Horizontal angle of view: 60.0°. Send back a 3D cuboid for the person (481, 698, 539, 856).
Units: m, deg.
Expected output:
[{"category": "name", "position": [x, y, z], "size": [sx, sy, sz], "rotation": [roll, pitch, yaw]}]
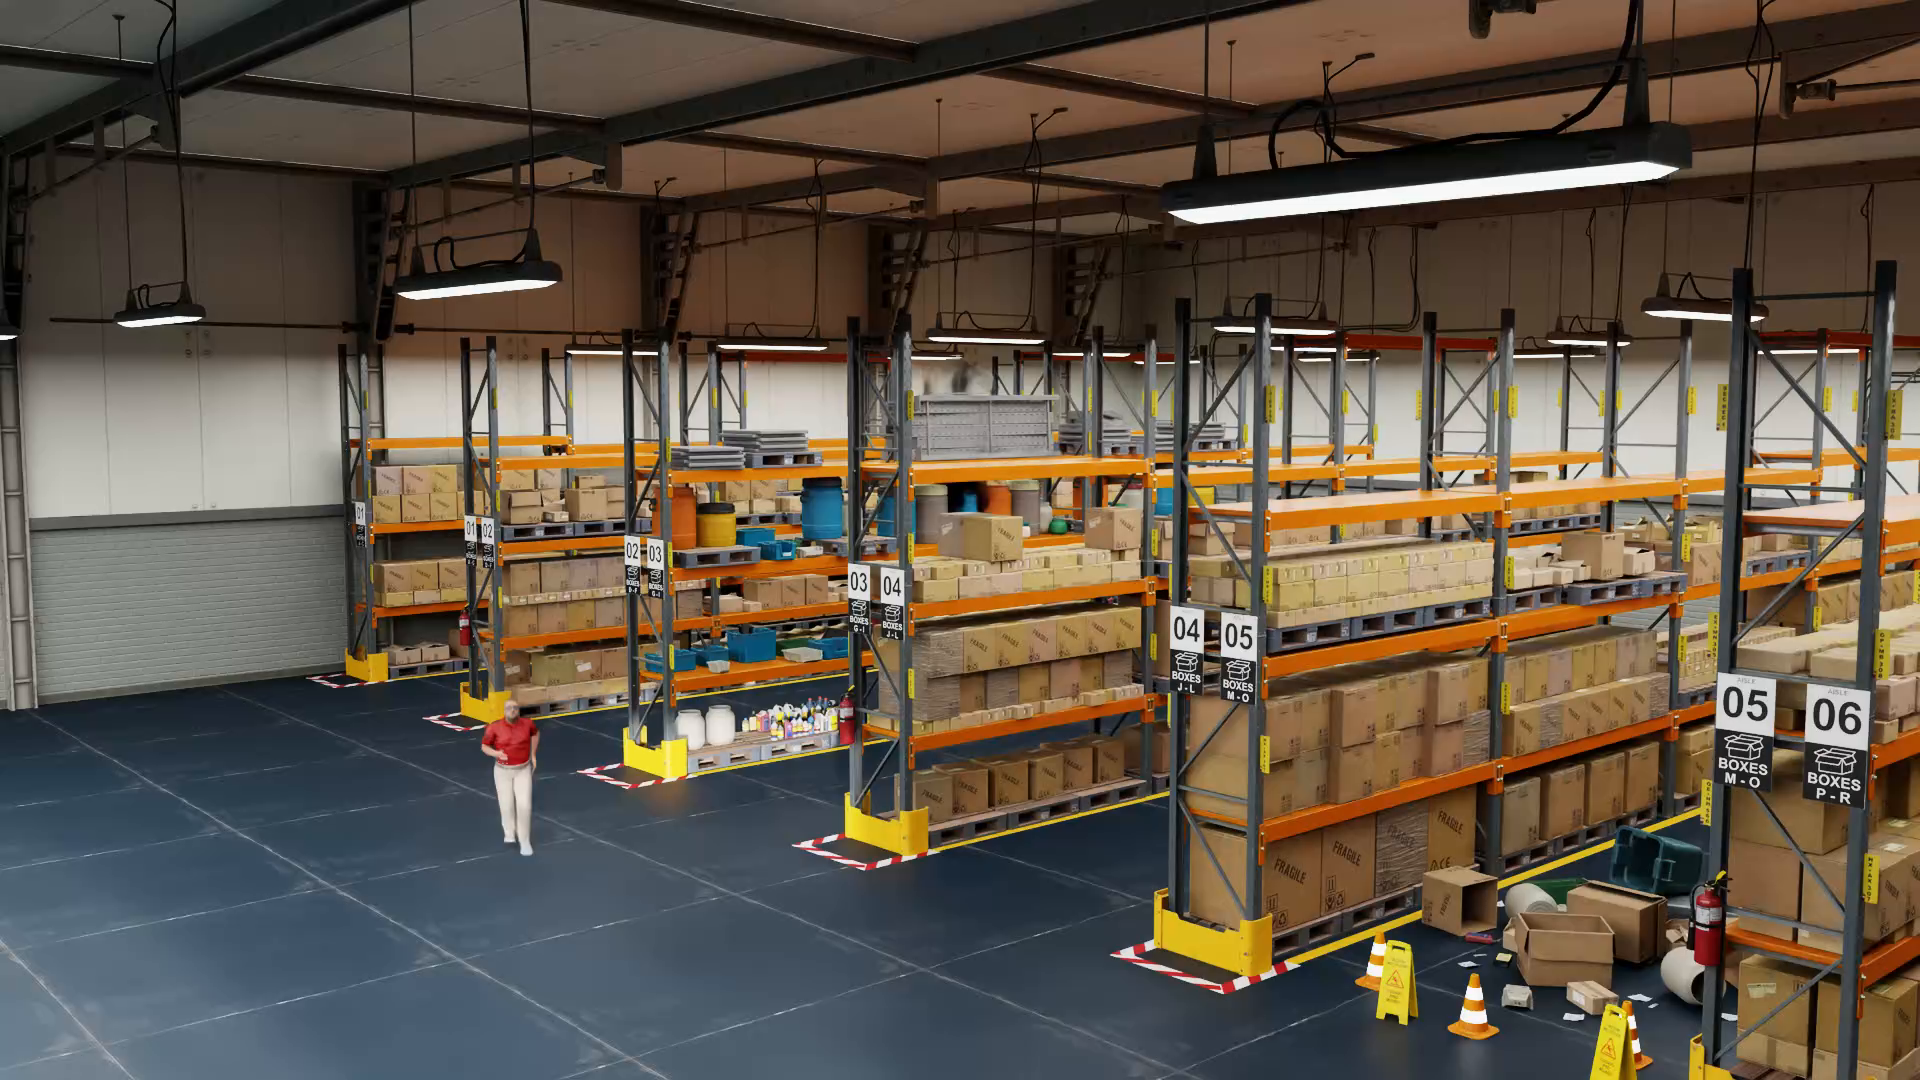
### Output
[{"category": "person", "position": [-5.032, 2.660, 18.664], "size": [0.640, 1.797, 0.783], "rotation": [-1, 5, -16]}]
